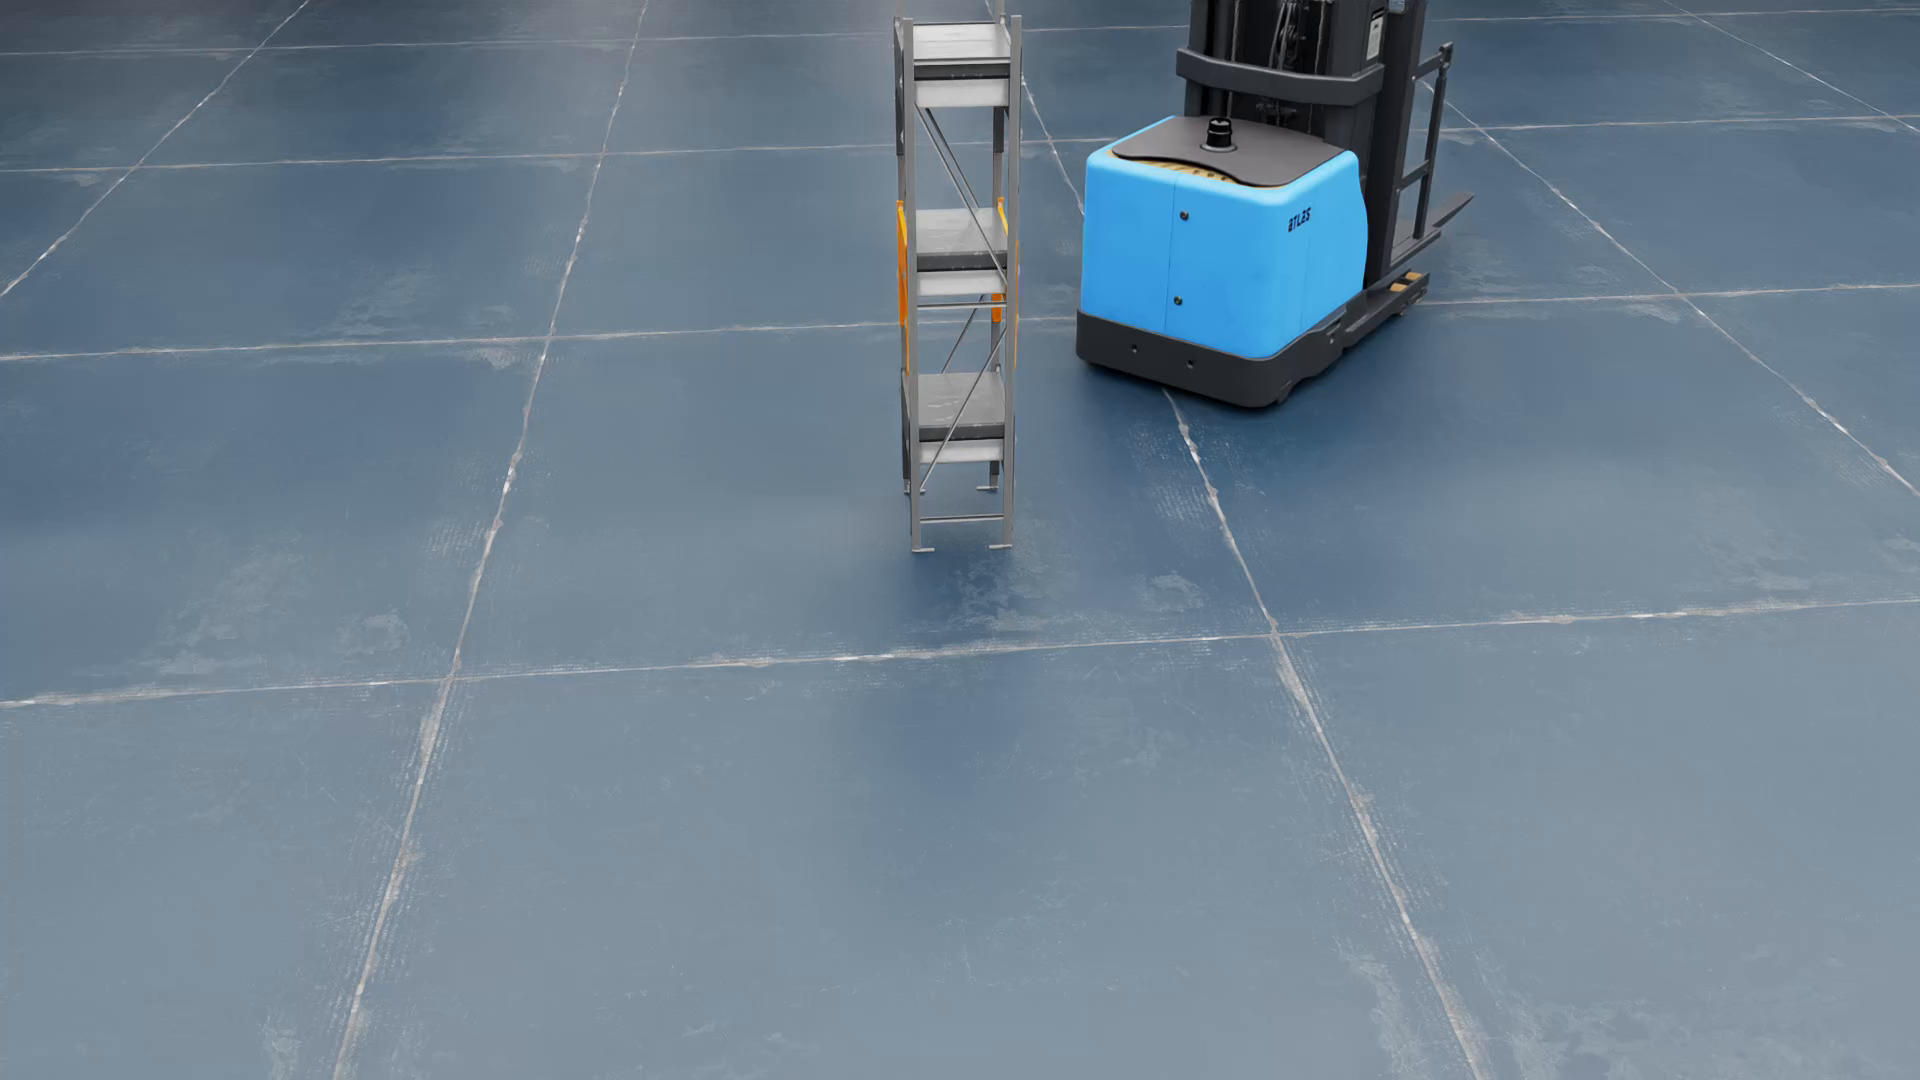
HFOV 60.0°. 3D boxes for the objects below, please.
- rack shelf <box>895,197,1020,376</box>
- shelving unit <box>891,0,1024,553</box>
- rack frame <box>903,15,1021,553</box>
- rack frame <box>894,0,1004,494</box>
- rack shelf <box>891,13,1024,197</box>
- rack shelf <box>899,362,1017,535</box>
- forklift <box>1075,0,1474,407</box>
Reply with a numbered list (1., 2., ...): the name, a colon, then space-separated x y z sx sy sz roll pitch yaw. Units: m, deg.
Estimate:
1. rack shelf: -0.015 -0.974 6.360 0.431 0.518 0.480 -3 31 -5
2. shelving unit: -0.015 -0.986 6.353 0.431 2.100 0.503 -3 31 -5
3. rack frame: 0.007 -0.861 6.144 0.400 2.100 0.015 -3 31 -5
4. rack frame: -0.038 -1.111 6.562 0.400 2.100 0.015 -3 31 -5
5. rack shelf: -0.015 -1.575 6.001 0.431 0.518 0.480 -3 31 -5
6. rack shelf: -0.015 -0.373 6.719 0.431 0.518 0.480 -3 31 -5
7. forklift: 1.840 -2.568 8.190 1.130 2.935 3.031 21 36 30
